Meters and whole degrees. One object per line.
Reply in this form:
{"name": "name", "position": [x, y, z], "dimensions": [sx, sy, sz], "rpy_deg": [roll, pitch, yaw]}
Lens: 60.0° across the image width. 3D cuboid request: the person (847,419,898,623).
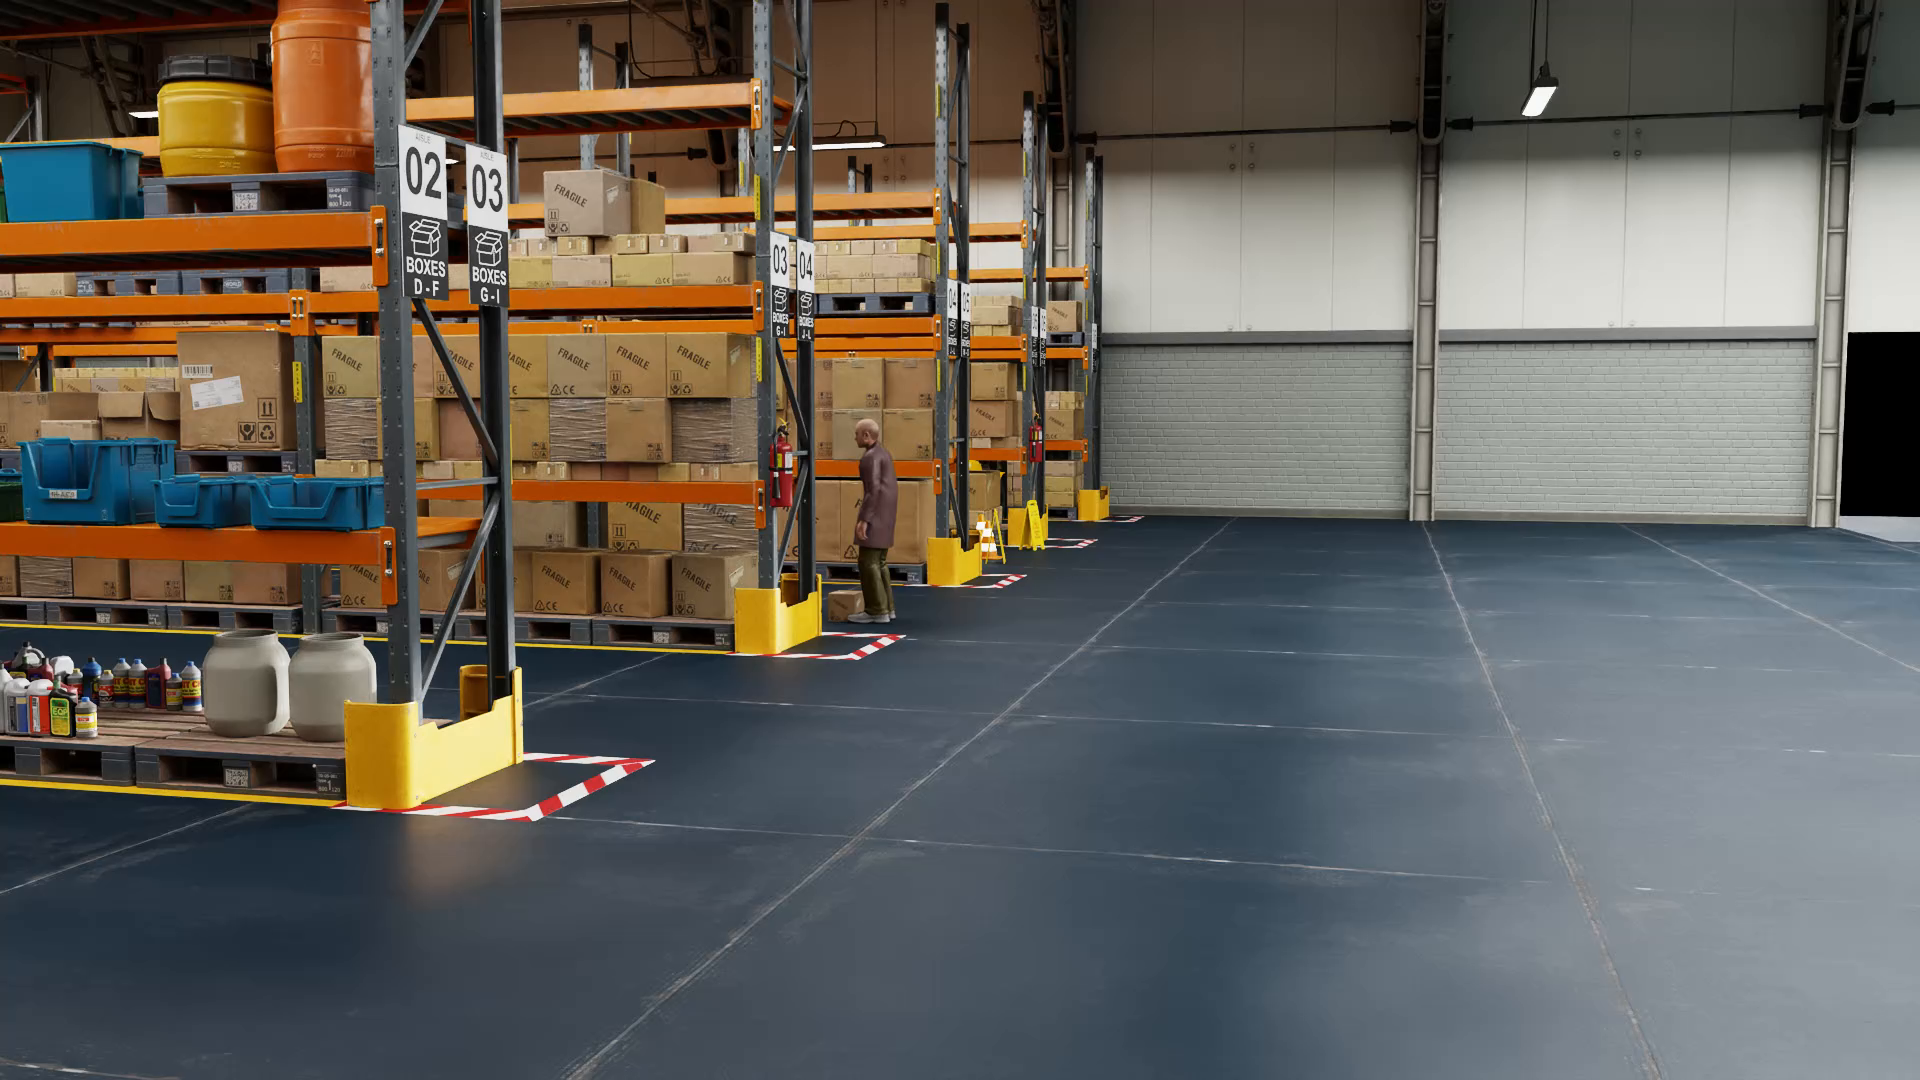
{"name": "person", "position": [-0.758, -0.170, 14.521], "dimensions": [0.420, 1.774, 0.654], "rpy_deg": [1, 5, 10]}
